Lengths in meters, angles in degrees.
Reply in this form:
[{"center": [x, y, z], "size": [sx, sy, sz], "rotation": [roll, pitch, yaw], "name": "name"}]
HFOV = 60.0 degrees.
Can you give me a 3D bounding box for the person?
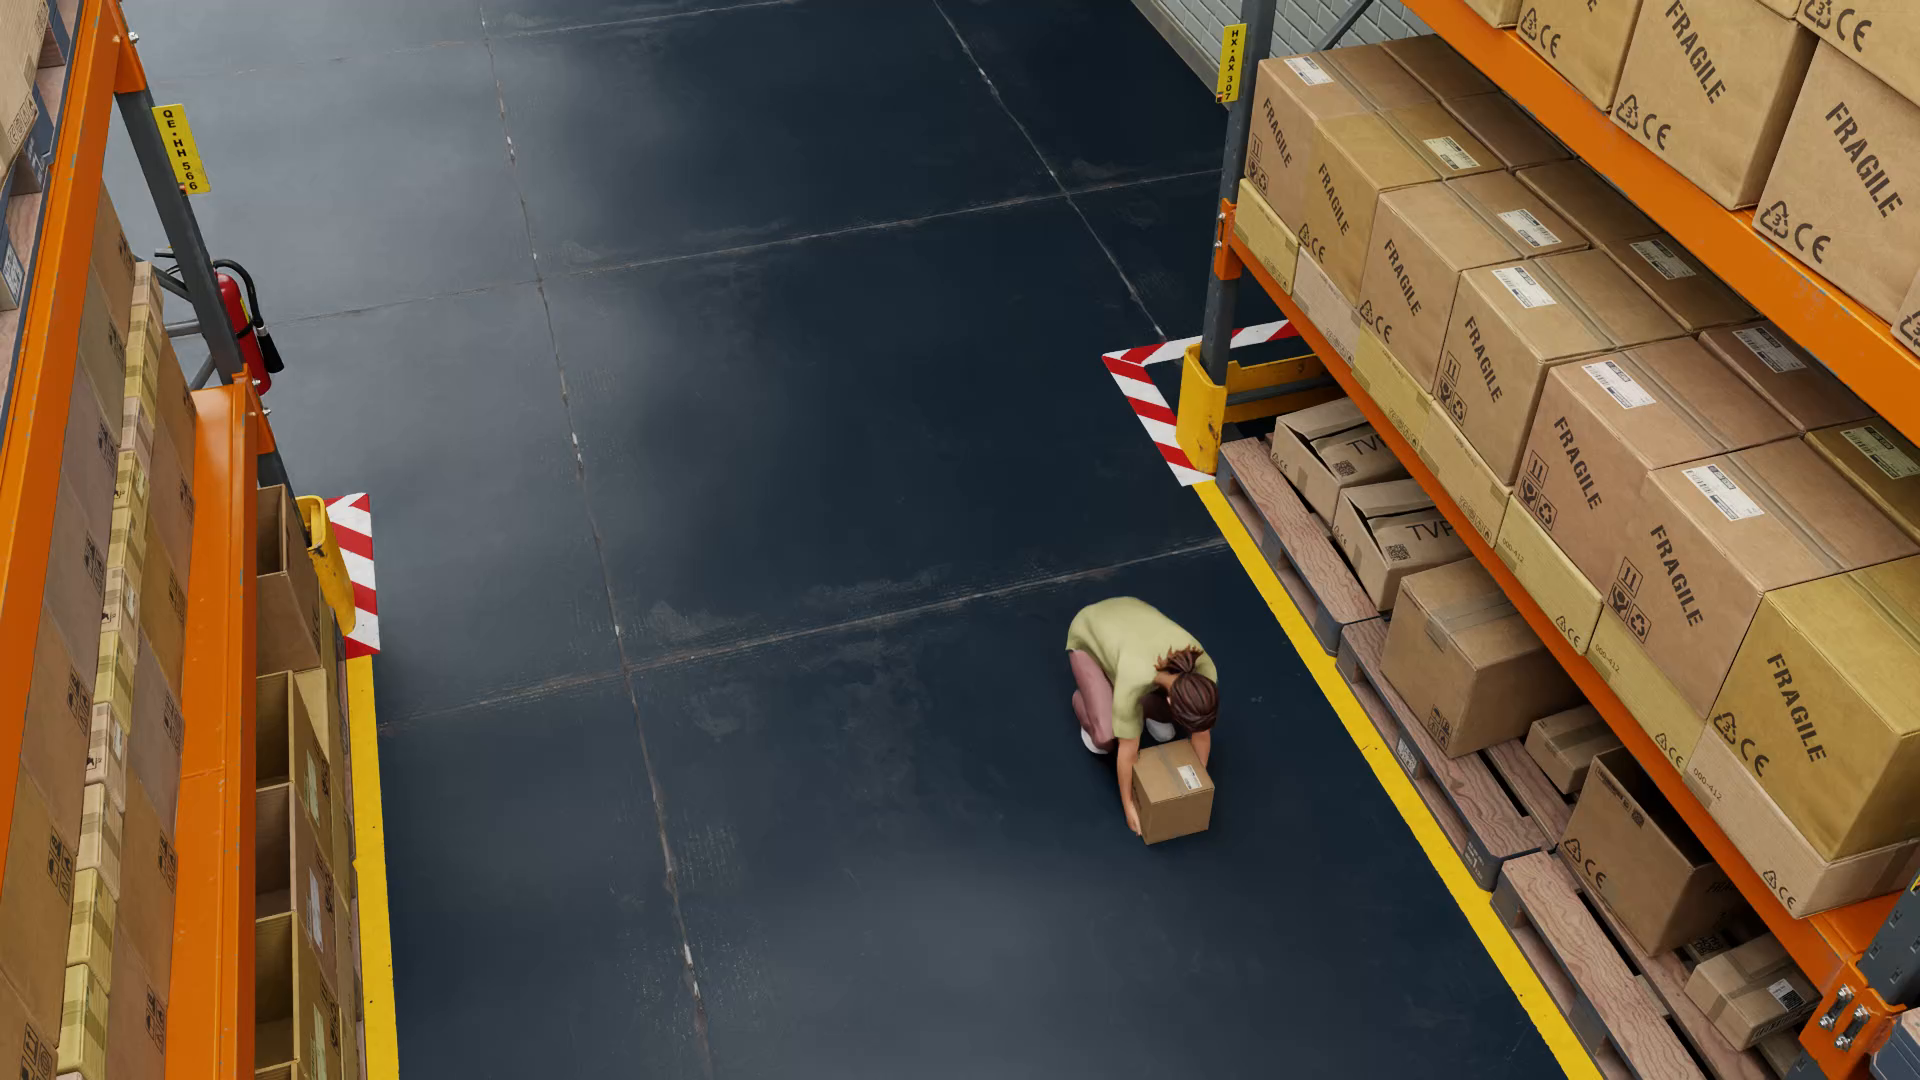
[{"center": [0.695, 0.584, 6.263], "size": [0.476, 0.806, 0.833], "rotation": [-12, 44, -13], "name": "person"}]
